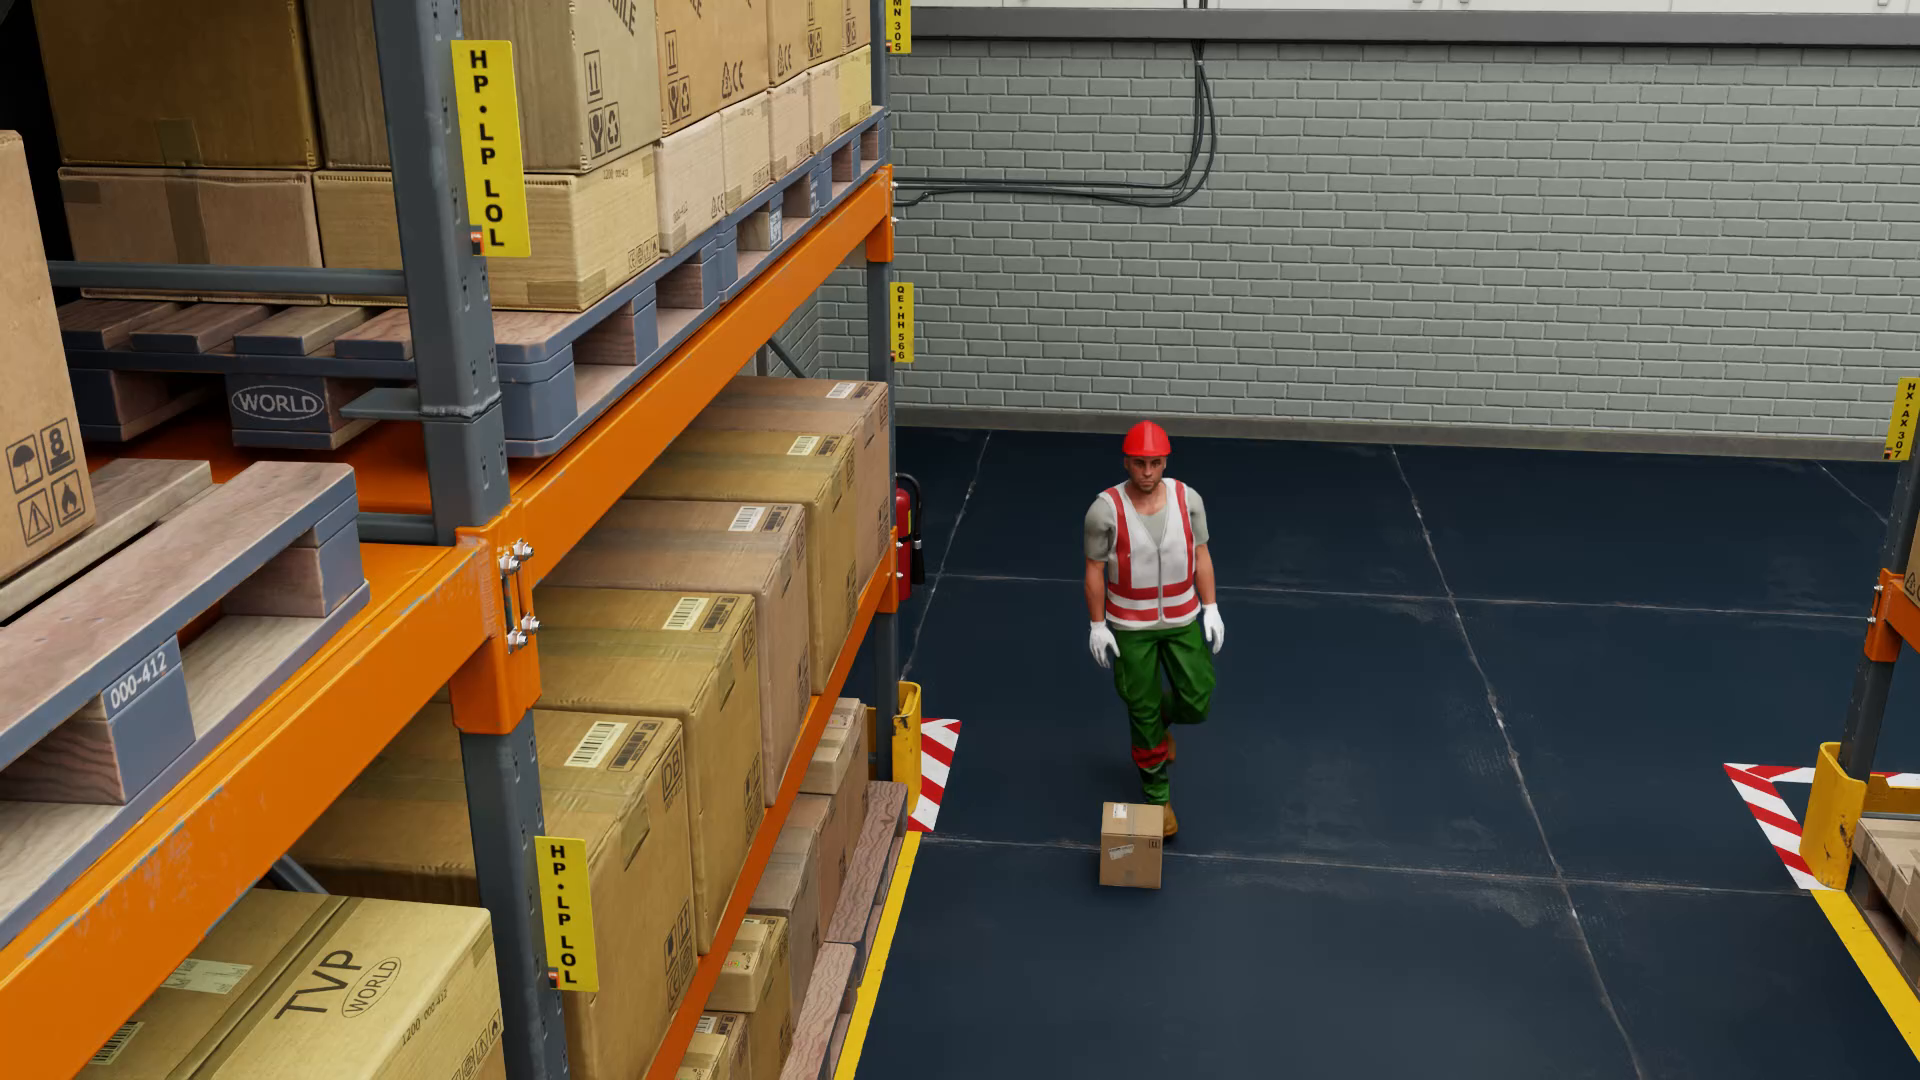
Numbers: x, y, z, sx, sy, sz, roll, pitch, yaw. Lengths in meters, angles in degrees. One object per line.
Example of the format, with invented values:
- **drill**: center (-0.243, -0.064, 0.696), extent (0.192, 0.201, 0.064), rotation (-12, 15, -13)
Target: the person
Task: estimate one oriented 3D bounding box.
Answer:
- **person**: center (0.824, 0.348, 7.121), extent (0.608, 1.785, 0.656), rotation (-4, 21, -9)
